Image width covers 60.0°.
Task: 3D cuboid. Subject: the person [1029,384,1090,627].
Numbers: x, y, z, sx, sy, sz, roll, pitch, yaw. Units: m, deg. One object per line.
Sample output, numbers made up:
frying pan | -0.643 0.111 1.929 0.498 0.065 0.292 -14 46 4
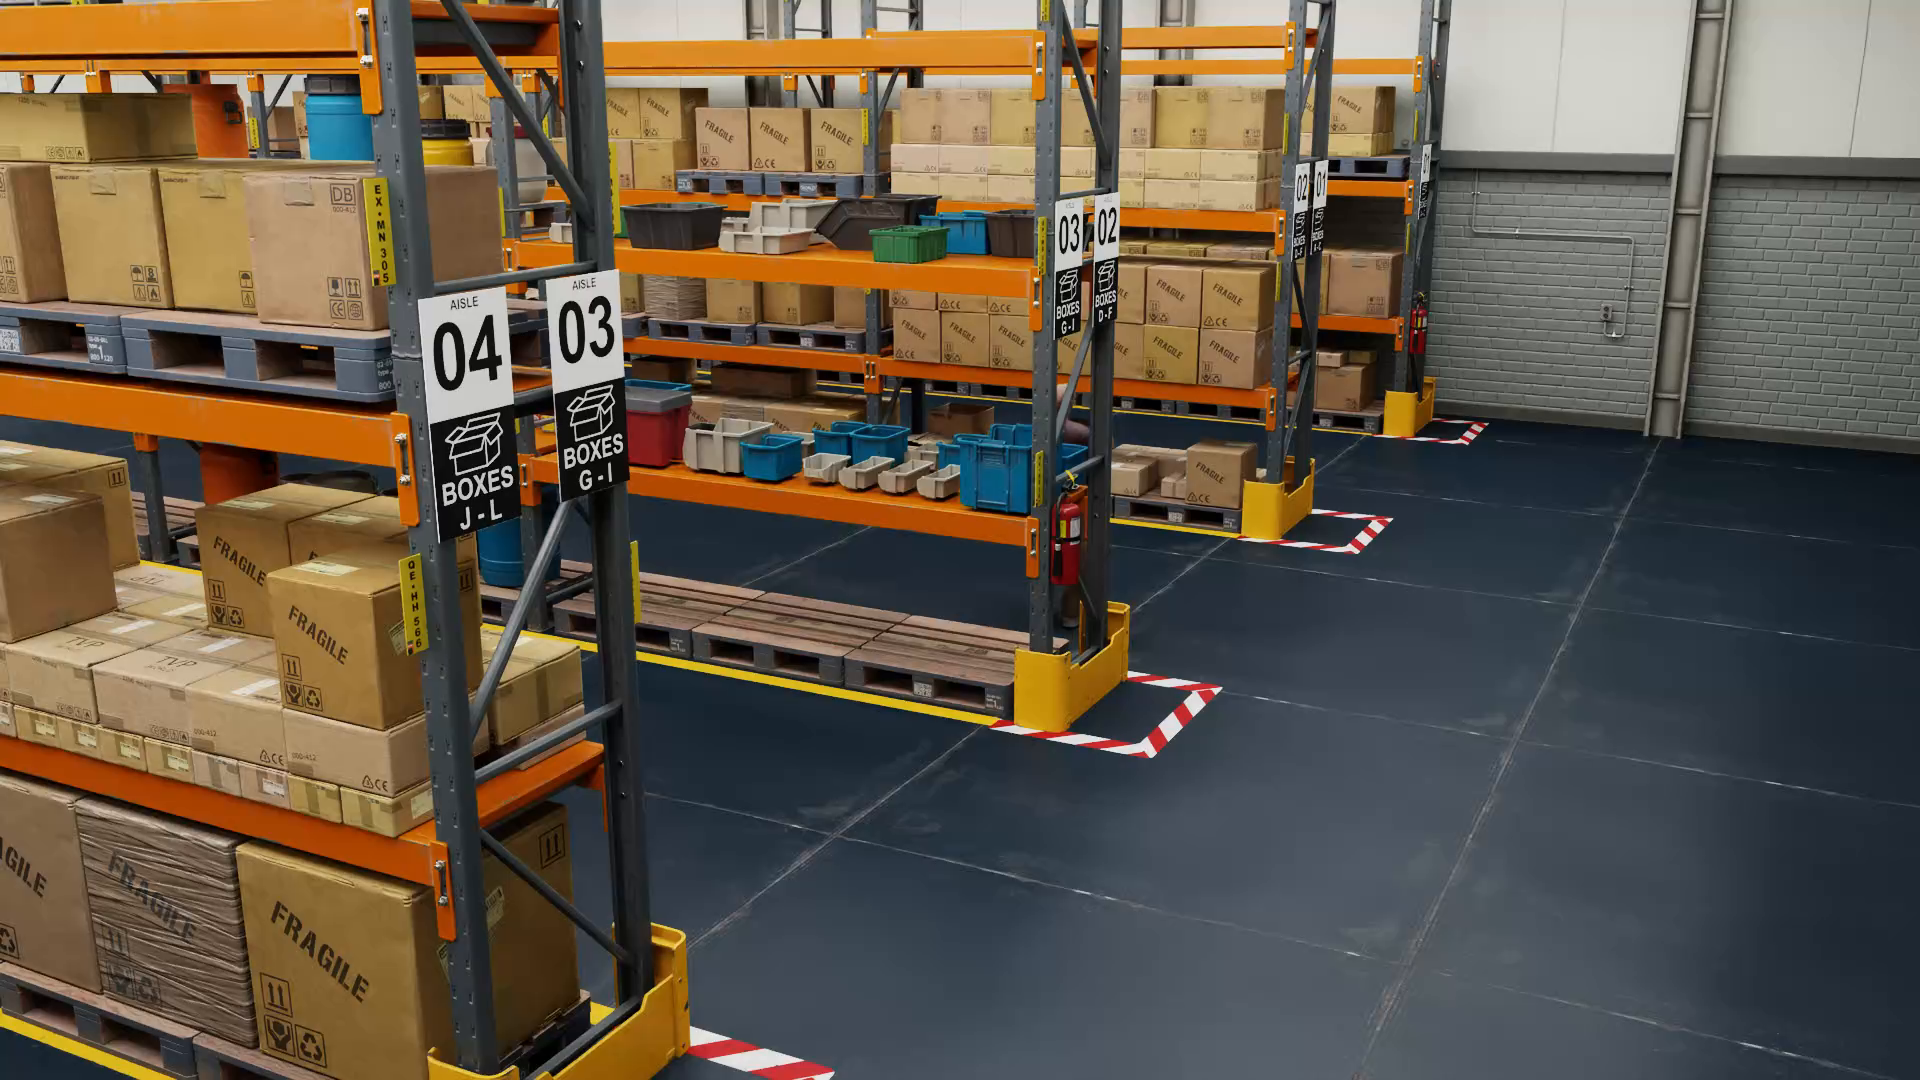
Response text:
person | 0.771 -0.275 12.176 0.529 1.779 0.559 7 17 25
